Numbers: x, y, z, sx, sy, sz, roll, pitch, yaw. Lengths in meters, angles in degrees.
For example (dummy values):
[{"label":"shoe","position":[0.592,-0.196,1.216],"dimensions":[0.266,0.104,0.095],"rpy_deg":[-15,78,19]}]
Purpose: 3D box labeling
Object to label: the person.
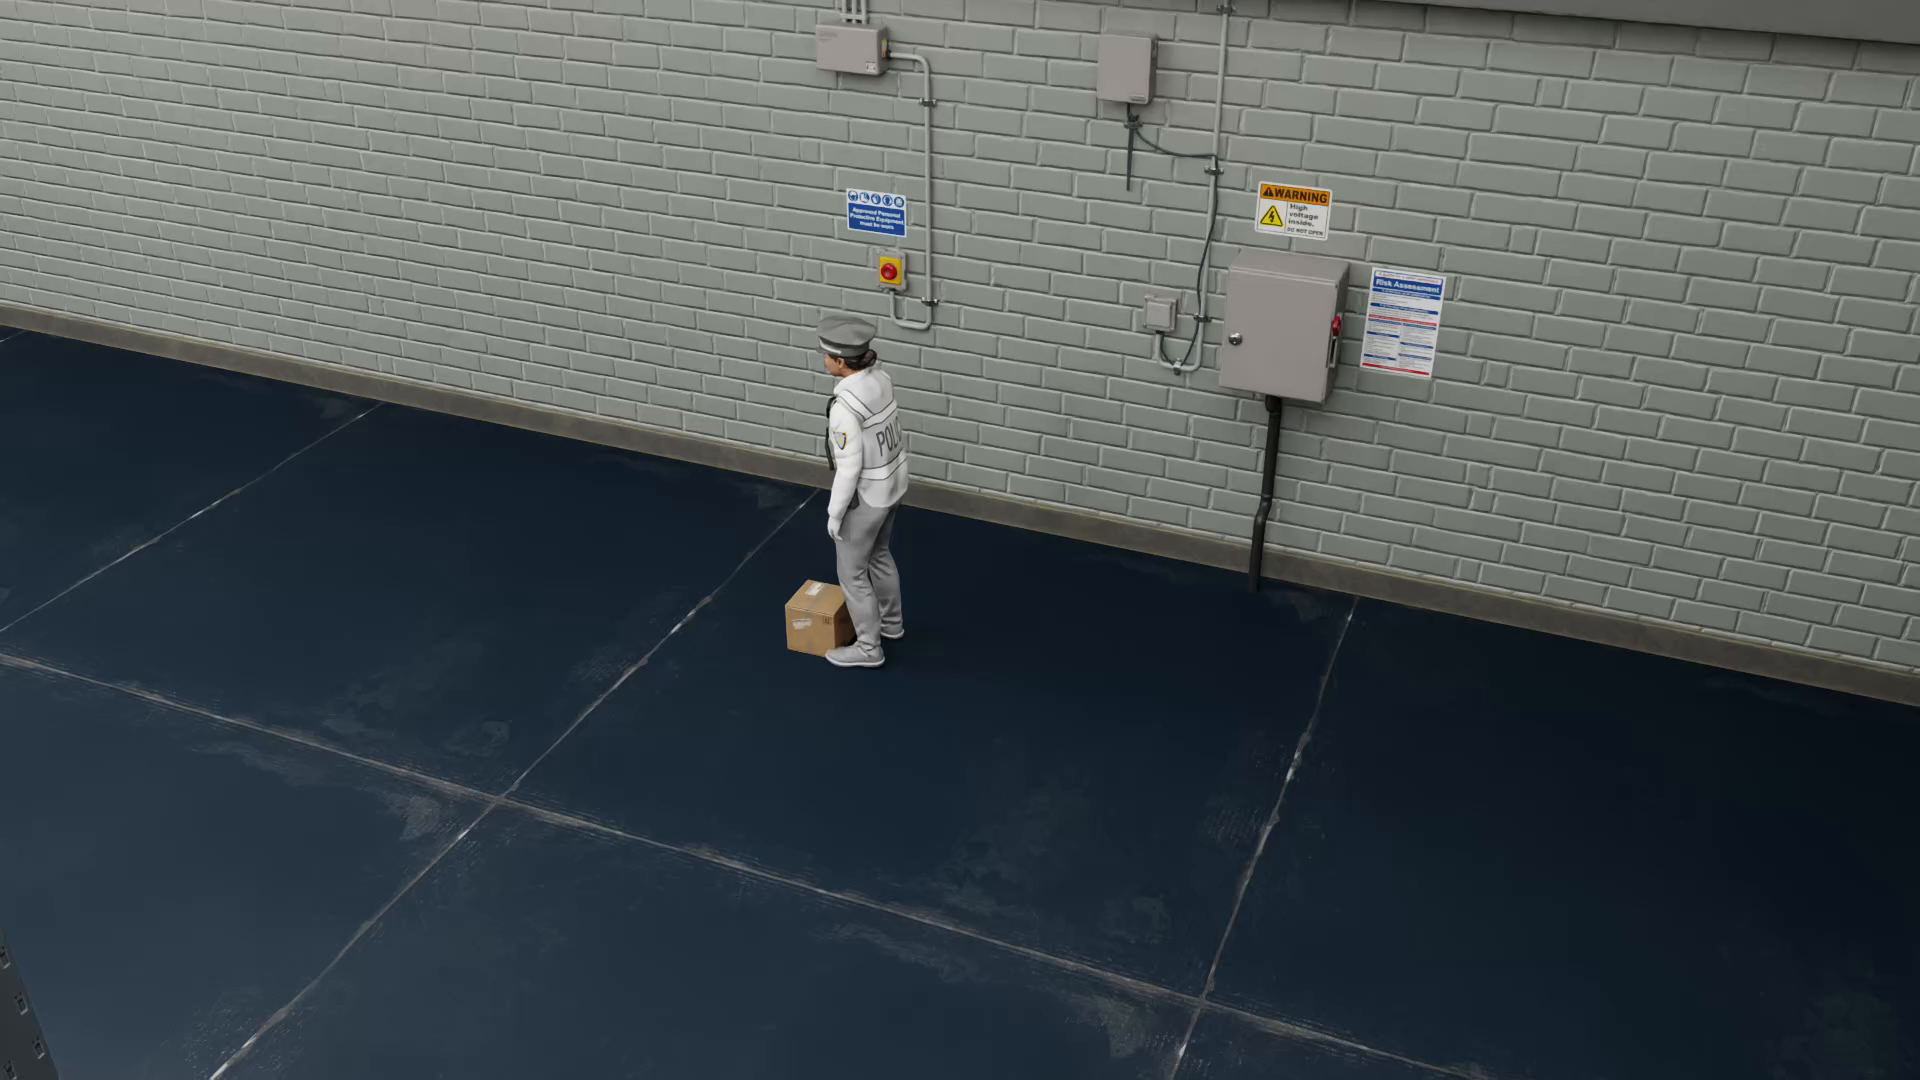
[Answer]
[{"label":"person","position":[-0.434,-0.198,7.470],"dimensions":[0.372,1.663,0.528],"rpy_deg":[12,32,19]}]
